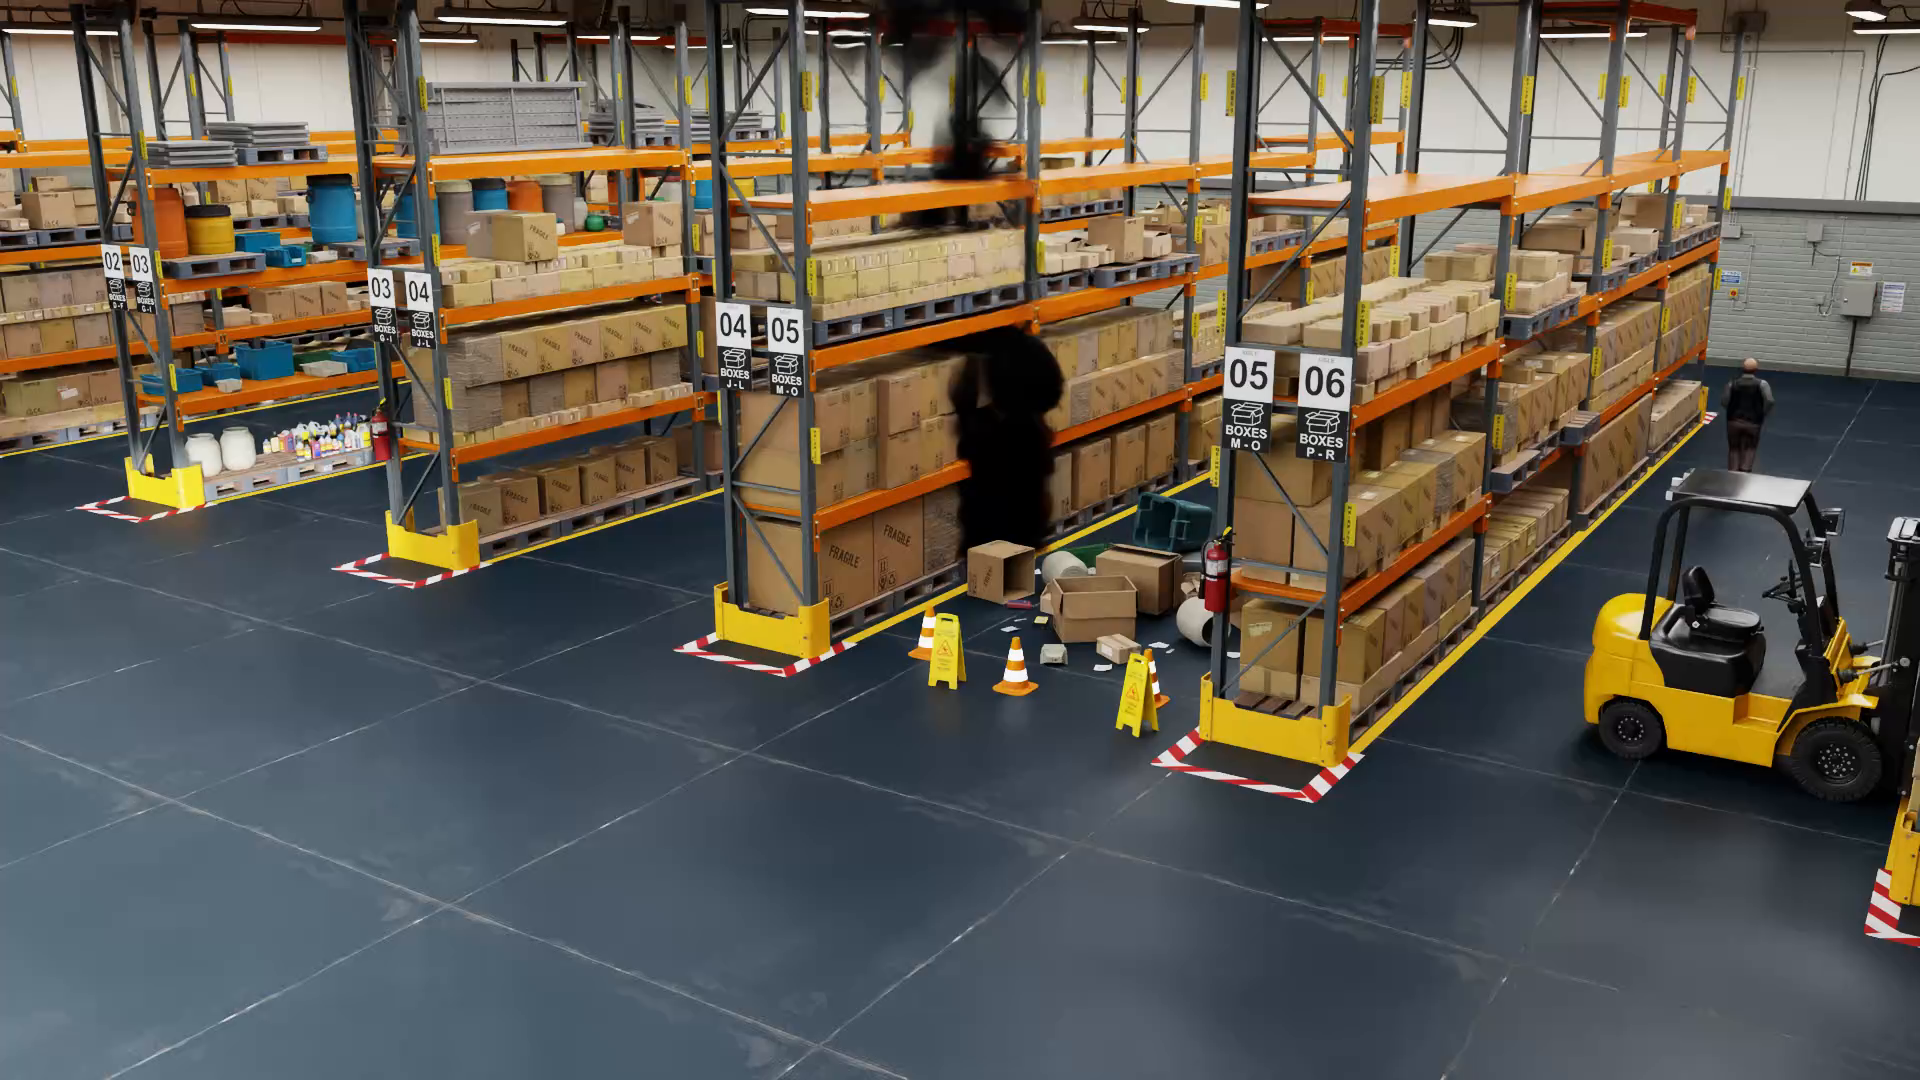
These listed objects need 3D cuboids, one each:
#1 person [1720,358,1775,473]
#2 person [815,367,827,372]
[{"bbox_3d":[10.153,-1.509,21.502,0.642,1.706,0.542,9,18,28],"label":"person"},{"bbox_3d":[-1.661,-1.282,19.705,0.564,1.628,0.569,5,16,18],"label":"person"}]
